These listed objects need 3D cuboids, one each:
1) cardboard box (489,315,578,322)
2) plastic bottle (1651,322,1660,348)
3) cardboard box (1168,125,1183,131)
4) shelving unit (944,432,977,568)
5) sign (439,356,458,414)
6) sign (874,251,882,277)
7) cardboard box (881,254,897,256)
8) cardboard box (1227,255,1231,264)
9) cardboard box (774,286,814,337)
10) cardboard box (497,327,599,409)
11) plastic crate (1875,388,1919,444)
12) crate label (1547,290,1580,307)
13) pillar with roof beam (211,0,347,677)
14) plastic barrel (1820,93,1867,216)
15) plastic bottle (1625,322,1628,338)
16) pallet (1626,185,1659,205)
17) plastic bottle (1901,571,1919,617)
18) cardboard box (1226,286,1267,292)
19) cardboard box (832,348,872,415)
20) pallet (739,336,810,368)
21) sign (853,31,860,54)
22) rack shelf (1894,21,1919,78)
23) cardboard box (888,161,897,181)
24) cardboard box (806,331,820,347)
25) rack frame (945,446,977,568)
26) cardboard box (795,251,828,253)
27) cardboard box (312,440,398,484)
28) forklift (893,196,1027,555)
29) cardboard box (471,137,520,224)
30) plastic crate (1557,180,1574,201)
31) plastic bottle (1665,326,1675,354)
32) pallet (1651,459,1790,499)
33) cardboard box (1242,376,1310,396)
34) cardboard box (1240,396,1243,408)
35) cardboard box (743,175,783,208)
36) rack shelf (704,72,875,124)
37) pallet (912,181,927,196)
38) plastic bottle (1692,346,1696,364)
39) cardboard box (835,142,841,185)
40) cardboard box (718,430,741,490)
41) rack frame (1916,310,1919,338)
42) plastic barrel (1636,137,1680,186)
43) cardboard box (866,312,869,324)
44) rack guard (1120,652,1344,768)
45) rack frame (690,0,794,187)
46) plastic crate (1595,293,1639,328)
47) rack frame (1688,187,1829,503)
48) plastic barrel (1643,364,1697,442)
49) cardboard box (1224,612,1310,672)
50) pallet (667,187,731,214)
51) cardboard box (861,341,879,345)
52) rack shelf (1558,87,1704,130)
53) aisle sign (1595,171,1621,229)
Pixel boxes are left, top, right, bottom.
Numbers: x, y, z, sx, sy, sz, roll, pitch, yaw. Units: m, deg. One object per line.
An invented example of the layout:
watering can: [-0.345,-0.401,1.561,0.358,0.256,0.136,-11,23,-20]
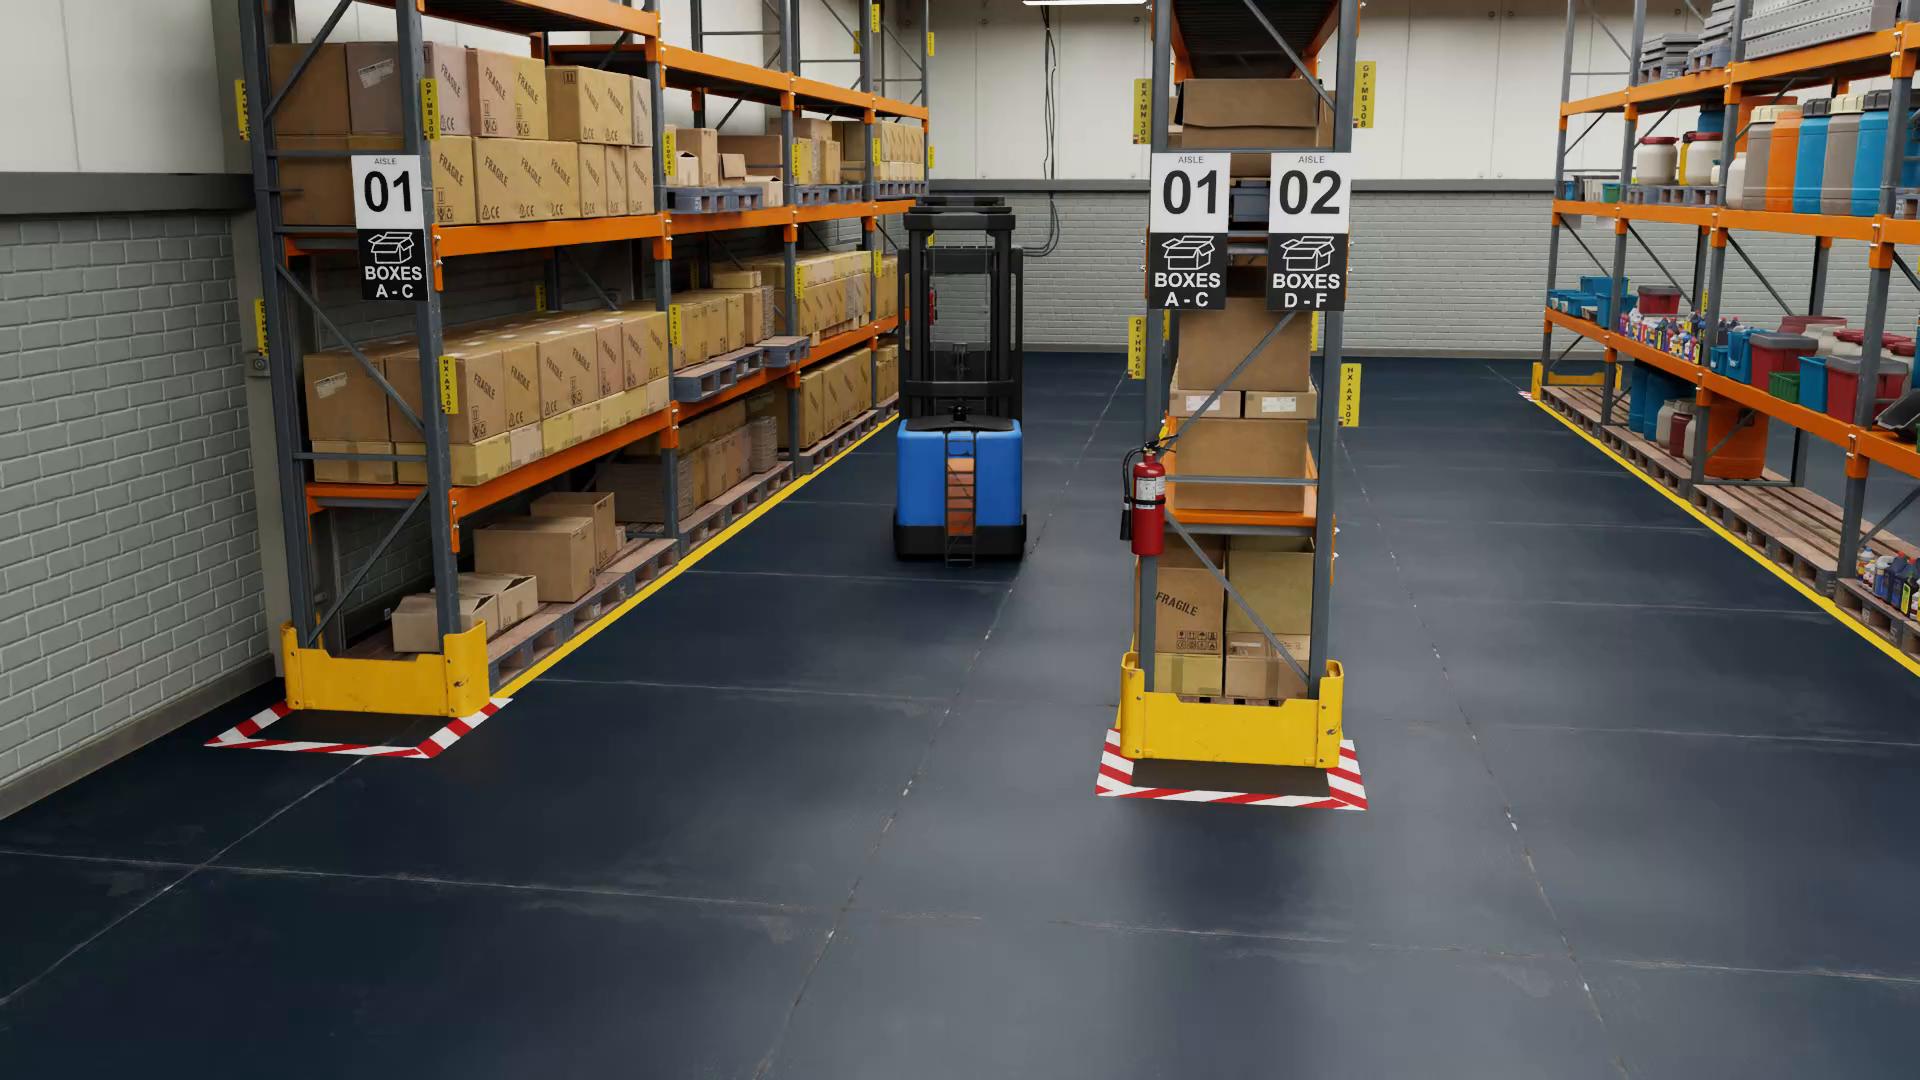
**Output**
cardboard box: [-3.170,-1.406,12.425,0.500,0.500,0.500,2,12,8]
plastic bottle: [7.526,-2.214,17.953,0.097,0.271,0.097,0,12,0]
cardboard box: [1.474,-2.369,10.130,0.500,0.311,0.500,3,13,15]
shelving unit: [0.002,-0.302,13.133,0.258,1.200,0.189,0,38,-1]
sign: [-2.887,-0.874,9.375,0.100,0.325,0.005,2,12,9]
sign: [-1.040,-3.478,20.953,0.100,0.325,0.005,2,12,9]
cardboard box: [-1.031,-3.839,24.477,0.980,0.700,0.700,2,12,11]
cardboard box: [3.139,-3.458,20.809,0.500,0.500,0.500,2,12,9]
cardboard box: [-1.866,-2.431,17.662,0.500,0.500,0.500,2,12,10]
cardboard box: [-2.814,-1.179,11.373,0.500,0.500,0.500,2,12,10]
plastic crate: [6.775,-0.845,11.442,0.767,0.338,0.504,2,12,9]
crate label: [8.463,-3.385,23.336,0.416,0.233,0.303,2,12,9]
pillar with roof beam: [0.083,-3.436,9.075,9.100,9.000,0.400,2,12,9]
plastic barrel: [6.945,-2.941,12.709,0.600,0.901,0.600,0,12,0]
plastic bottle: [7.713,-2.434,19.137,0.097,0.201,0.097,0,12,0]
pallet: [8.187,-3.853,18.581,1.213,0.211,1.003,2,12,9]
plastic bottle: [6.351,0.359,11.109,0.061,0.283,0.133,2,12,11]
cardboard box: [1.640,-1.209,9.668,0.700,0.500,0.500,2,12,7]
cardboard box: [-1.549,-1.982,20.674,0.750,0.750,0.750,2,12,9]
pallet: [-2.197,-1.888,16.591,1.213,0.211,1.003,2,12,9]
sign: [-1.510,-7.285,24.345,0.100,0.325,0.005,2,12,9]
rack shelf: [6.673,-2.949,9.476,1.077,0.370,4.000,2,12,9]
cardboard box: [-1.119,-4.855,21.902,0.500,0.250,0.500,2,12,7]
cardboard box: [-1.742,-2.187,18.069,0.380,0.149,0.250,2,12,10]
rack frame: [0.003,-0.245,13.062,0.240,1.200,0.006,0,38,-1]
cardboard box: [-1.906,-3.450,20.611,0.500,0.250,0.500,2,12,10]
cardboard box: [-3.543,-0.509,10.042,0.500,0.250,0.500,2,12,9]
forklift: [0.003,-1.564,14.795,1.130,2.935,3.031,0,12,0]
cardboard box: [-3.007,-2.166,10.018,0.500,0.500,0.500,3,12,12]
plastic crate: [8.492,-4.810,22.881,0.497,0.269,0.590,2,12,9]
plastic bottle: [7.413,-2.092,17.357,0.061,0.283,0.133,2,12,9]
pallet: [7.676,-0.615,16.847,1.003,0.211,1.213,2,12,9]
cardboard box: [1.864,-0.909,9.814,0.380,0.149,0.250,2,12,8]
cardboard box: [1.632,-0.564,9.753,0.700,0.500,0.500,2,12,10]
cardboard box: [-2.037,-3.408,16.230,0.500,0.311,0.500,2,12,9]
rack shelf: [-1.886,-4.936,18.693,1.077,0.370,4.000,2,12,9]
pallet: [-1.066,-5.068,23.978,1.003,0.211,1.213,2,12,9]
plastic bottle: [7.273,-1.837,16.370,0.097,0.201,0.097,0,12,0]
cardboard box: [-1.822,-4.517,19.933,0.700,0.500,0.500,1,12,6]
cardboard box: [-2.495,-0.768,15.825,0.700,0.500,0.500,2,12,8]
rack frame: [13.720,-3.318,22.769,1.000,3.000,0.127,2,12,9]
plastic barrel: [7.883,-4.282,18.804,0.433,0.535,0.433,0,12,0]
cardboard box: [-1.350,-2.774,20.794,0.380,0.149,0.250,2,12,9]
rack guard: [1.468,0.918,9.047,1.175,0.500,0.348,2,12,9]
rack frame: [-2.193,-5.067,16.643,1.000,3.000,0.127,2,12,9]
plastic crate: [7.946,-2.775,20.147,0.392,0.384,0.575,2,12,9]
rack frame: [7.596,-1.813,15.786,1.000,3.000,0.127,2,12,9]
plastic barrel: [8.002,-1.565,18.619,0.600,0.901,0.708,2,12,9]
cardboard box: [1.847,0.621,10.020,0.500,0.250,0.500,2,12,9]
pallet: [-2.608,-2.801,13.696,1.213,0.211,1.003,2,12,9]
cardboard box: [-1.343,-2.719,23.388,0.380,0.149,0.250,2,12,9]
rack shelf: [8.519,-5.447,21.067,1.077,0.370,4.000,2,12,9]
aisle sign: [9.127,-4.755,23.265,0.394,0.787,0.004,2,12,9]
